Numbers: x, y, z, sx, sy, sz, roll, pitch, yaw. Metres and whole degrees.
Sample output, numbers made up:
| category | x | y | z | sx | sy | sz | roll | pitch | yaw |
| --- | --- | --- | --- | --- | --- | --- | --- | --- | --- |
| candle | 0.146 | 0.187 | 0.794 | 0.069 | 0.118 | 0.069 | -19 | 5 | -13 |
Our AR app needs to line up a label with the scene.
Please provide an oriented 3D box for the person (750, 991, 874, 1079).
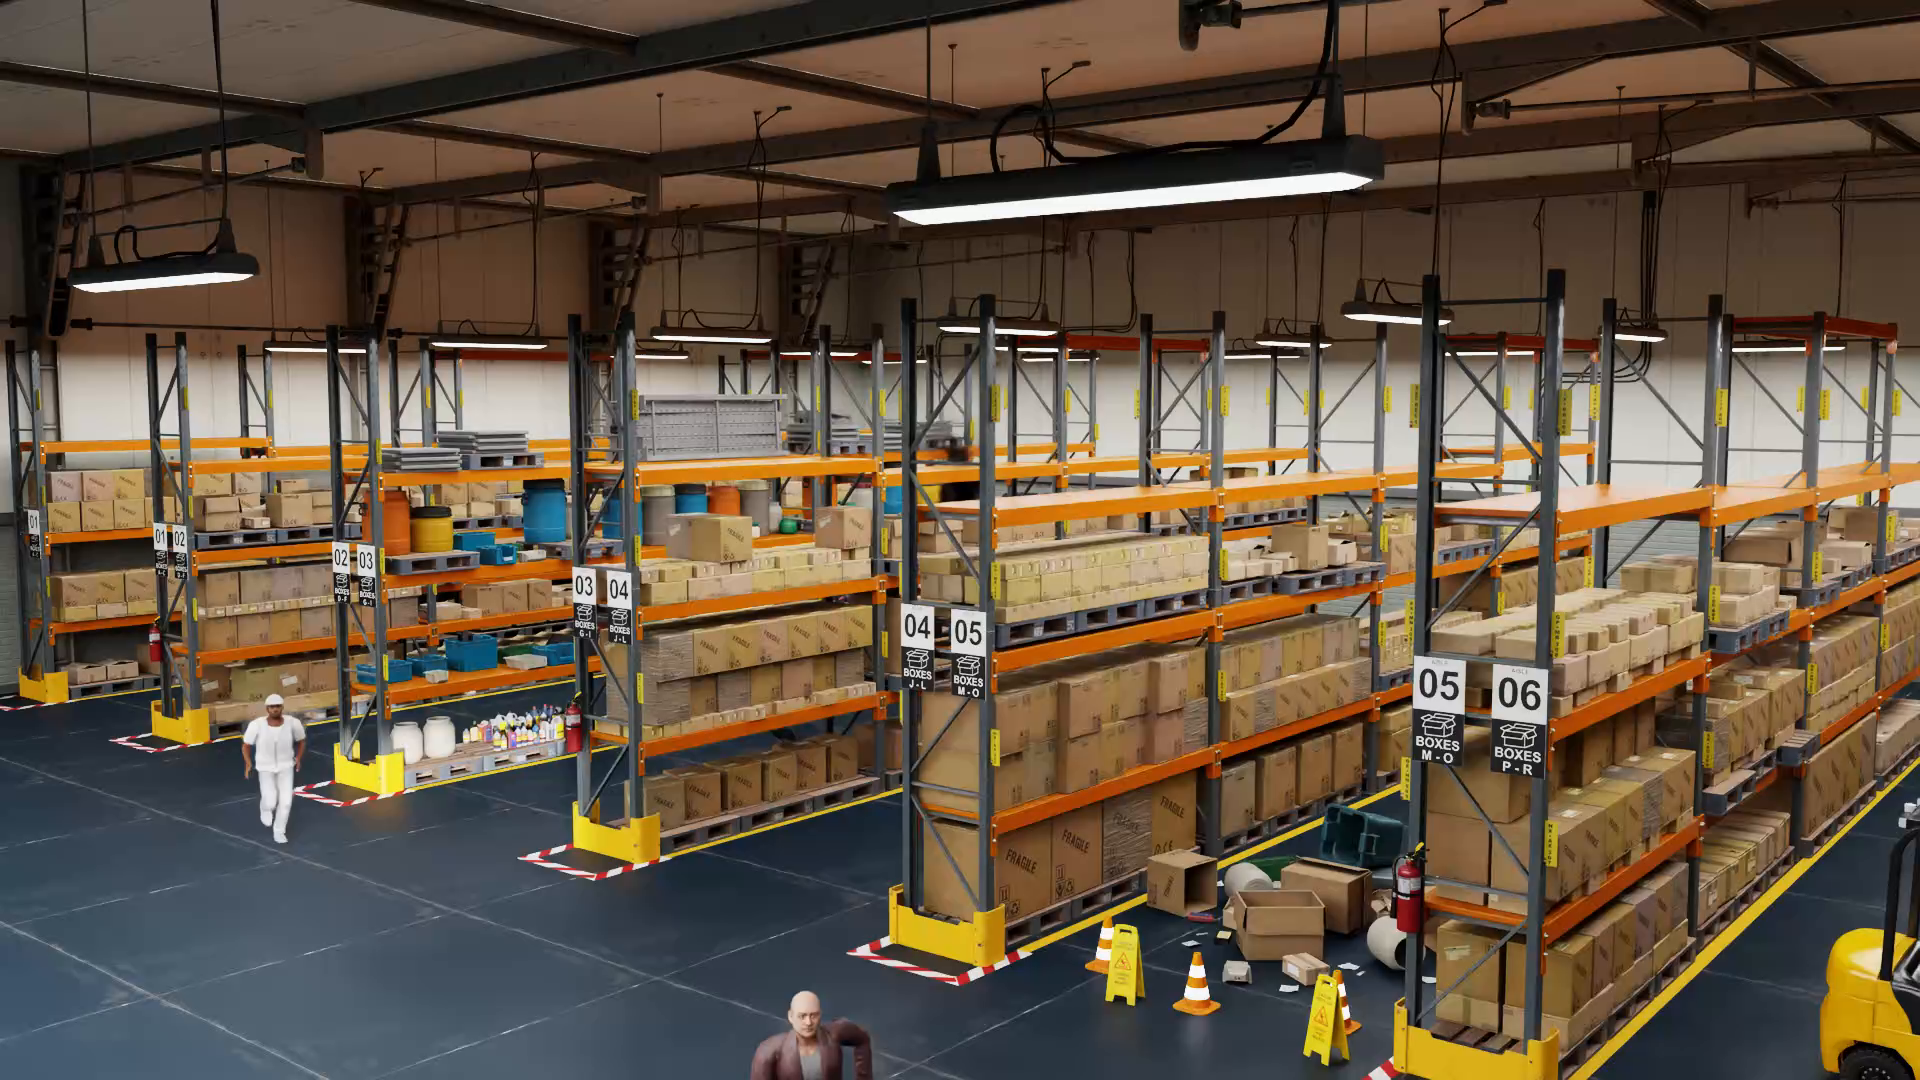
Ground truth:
| category | x | y | z | sx | sy | sz | roll | pitch | yaw |
| --- | --- | --- | --- | --- | --- | --- | --- | --- | --- |
| person | -0.846 | 3.428 | 9.547 | 0.751 | 1.781 | 0.892 | -1 | 5 | -10 |

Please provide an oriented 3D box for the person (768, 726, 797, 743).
| category | x | y | z | sx | sy | sz | roll | pitch | yaw |
| --- | --- | --- | --- | --- | --- | --- | --- | --- | --- |
| person | -2.433 | 2.156 | 22.803 | 0.690 | 1.691 | 0.597 | 3 | 6 | 31 |

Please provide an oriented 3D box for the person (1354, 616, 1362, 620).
| category | x | y | z | sx | sy | sz | roll | pitch | yaw |
| --- | --- | --- | --- | --- | --- | --- | --- | --- | --- |
| person | 6.128 | 1.988 | 25.834 | 0.610 | 1.621 | 1.037 | 5 | 7 | 44 |

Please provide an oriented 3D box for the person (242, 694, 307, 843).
| category | x | y | z | sx | sy | sz | roll | pitch | yaw |
| --- | --- | --- | --- | --- | --- | --- | --- | --- | --- |
| person | -7.863 | 2.602 | 19.109 | 0.688 | 1.714 | 0.620 | -3 | 6 | -27 |
